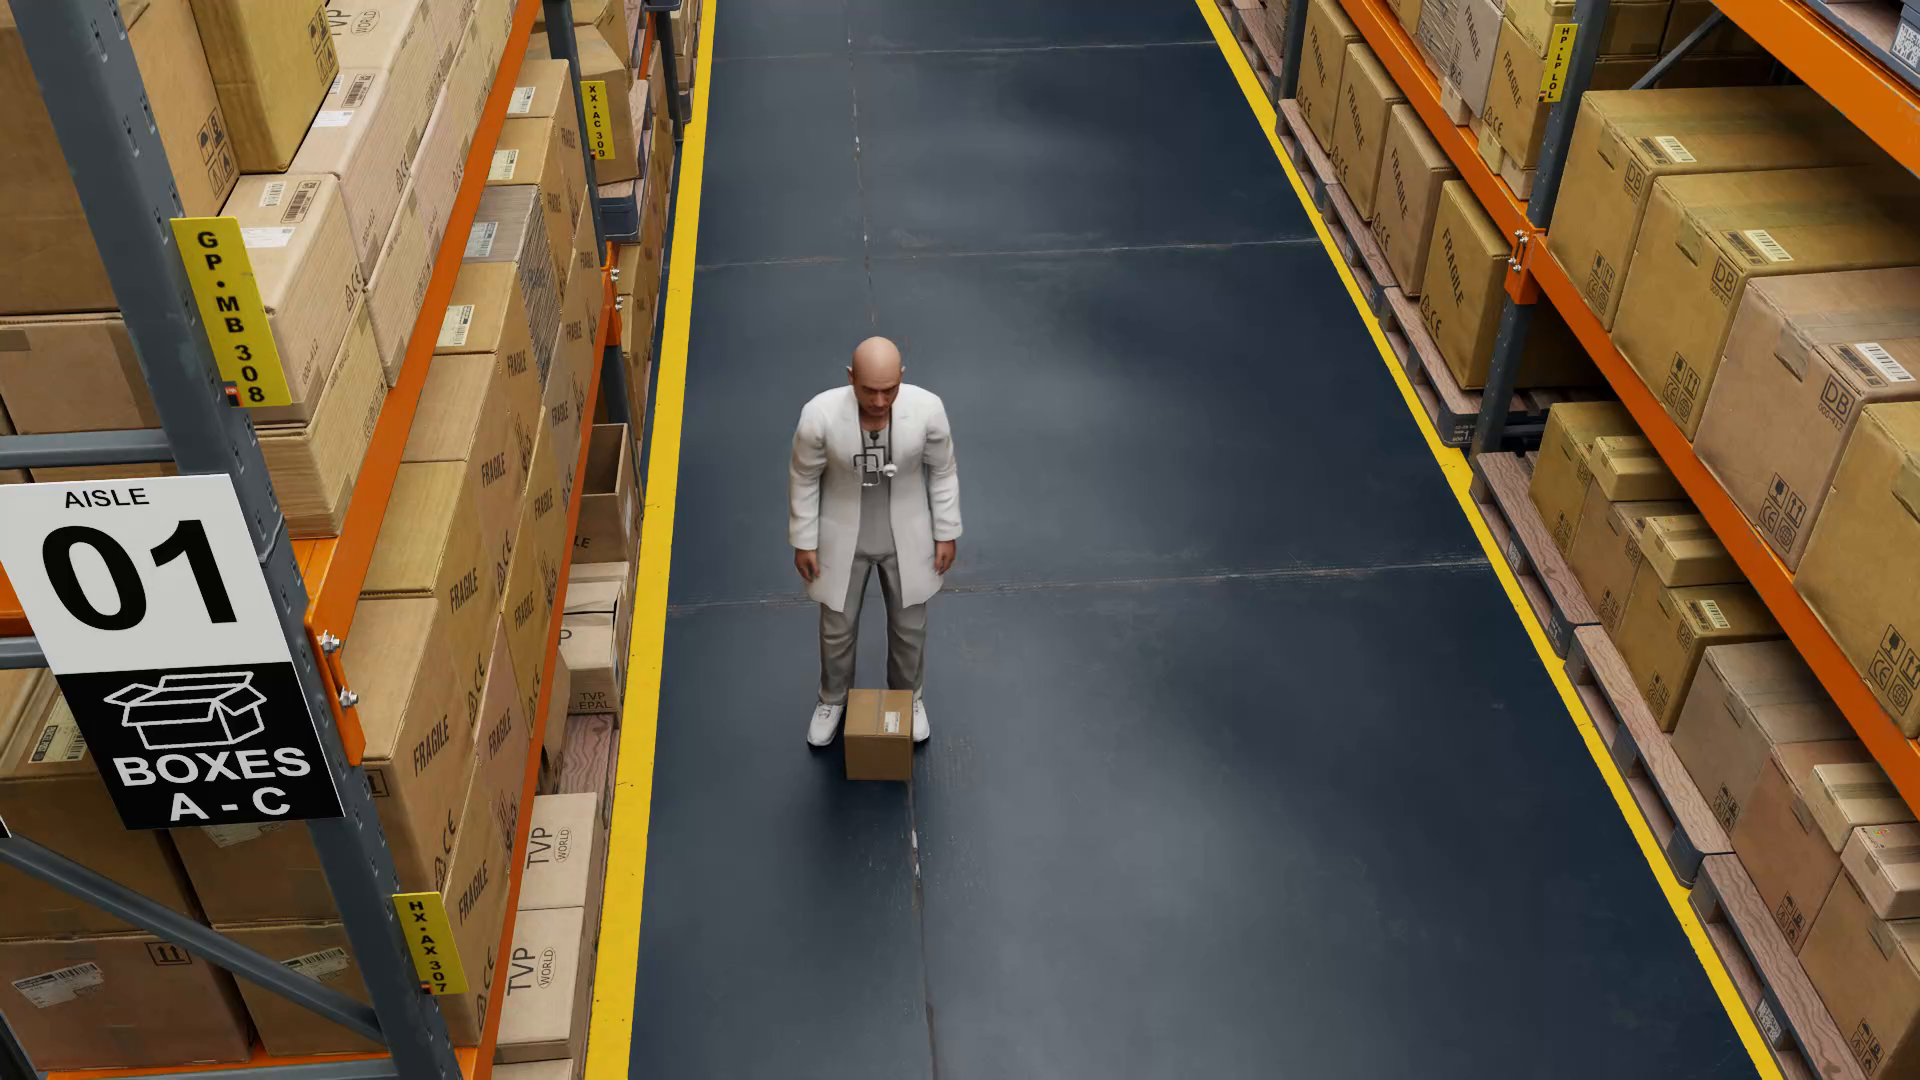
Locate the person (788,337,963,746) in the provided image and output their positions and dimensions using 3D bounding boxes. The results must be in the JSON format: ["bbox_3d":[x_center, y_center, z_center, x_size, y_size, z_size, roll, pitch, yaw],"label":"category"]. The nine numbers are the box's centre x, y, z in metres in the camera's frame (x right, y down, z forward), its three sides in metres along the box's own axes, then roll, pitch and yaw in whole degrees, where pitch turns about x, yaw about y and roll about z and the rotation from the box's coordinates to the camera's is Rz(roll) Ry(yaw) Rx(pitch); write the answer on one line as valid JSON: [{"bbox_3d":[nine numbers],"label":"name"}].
[{"bbox_3d":[-0.311,0.002,6.165,0.648,1.772,0.429,-3,39,-4],"label":"person"}]
